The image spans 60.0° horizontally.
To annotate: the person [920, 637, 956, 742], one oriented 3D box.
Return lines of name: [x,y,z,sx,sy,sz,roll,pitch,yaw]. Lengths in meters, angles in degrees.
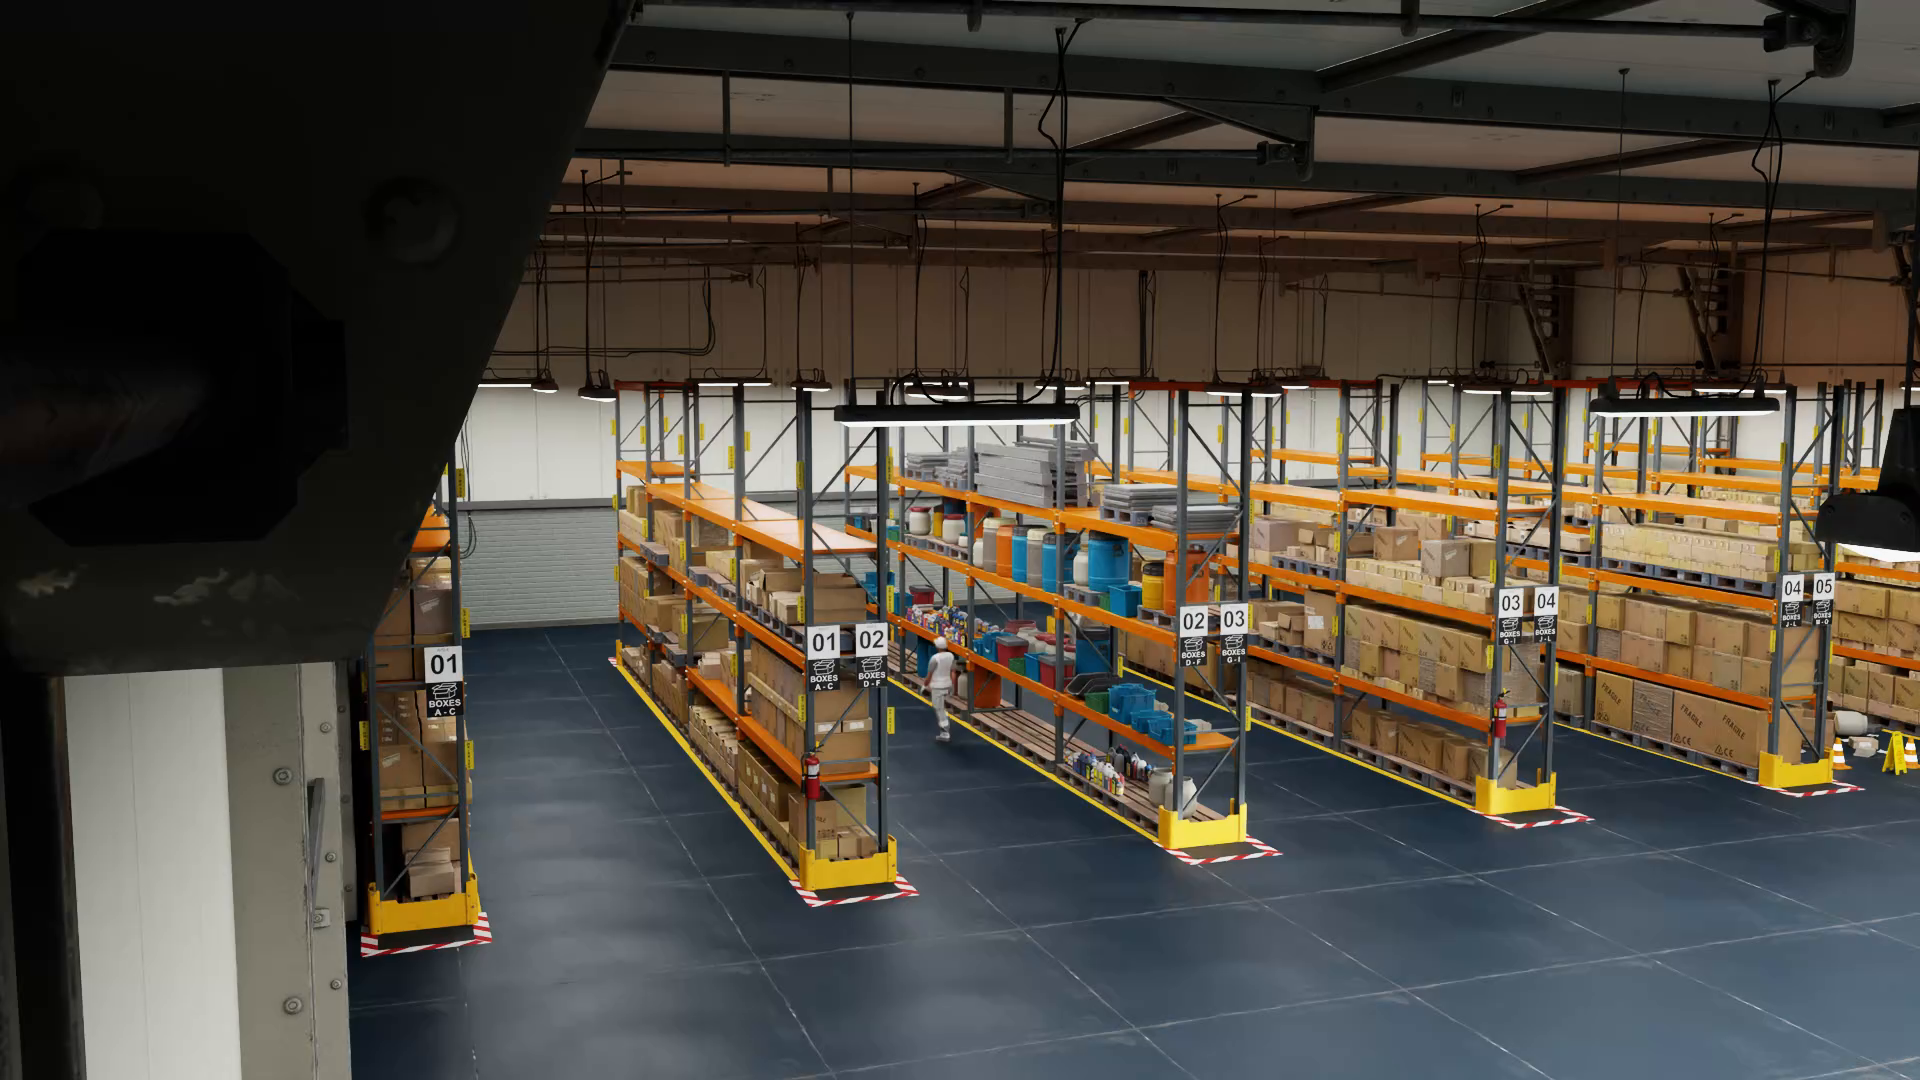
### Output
person: [-0.387,2.507,27.879,0.505,1.823,0.533,4,7,33]

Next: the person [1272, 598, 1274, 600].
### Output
person: [6.131,1.982,33.464,0.507,1.736,0.493,4,7,32]

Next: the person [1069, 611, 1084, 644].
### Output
person: [2.331,1.619,34.019,0.394,1.672,0.540,-1,6,-13]

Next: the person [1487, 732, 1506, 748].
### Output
person: [8.787,2.657,27.234,0.527,1.722,0.638,1,6,11]
